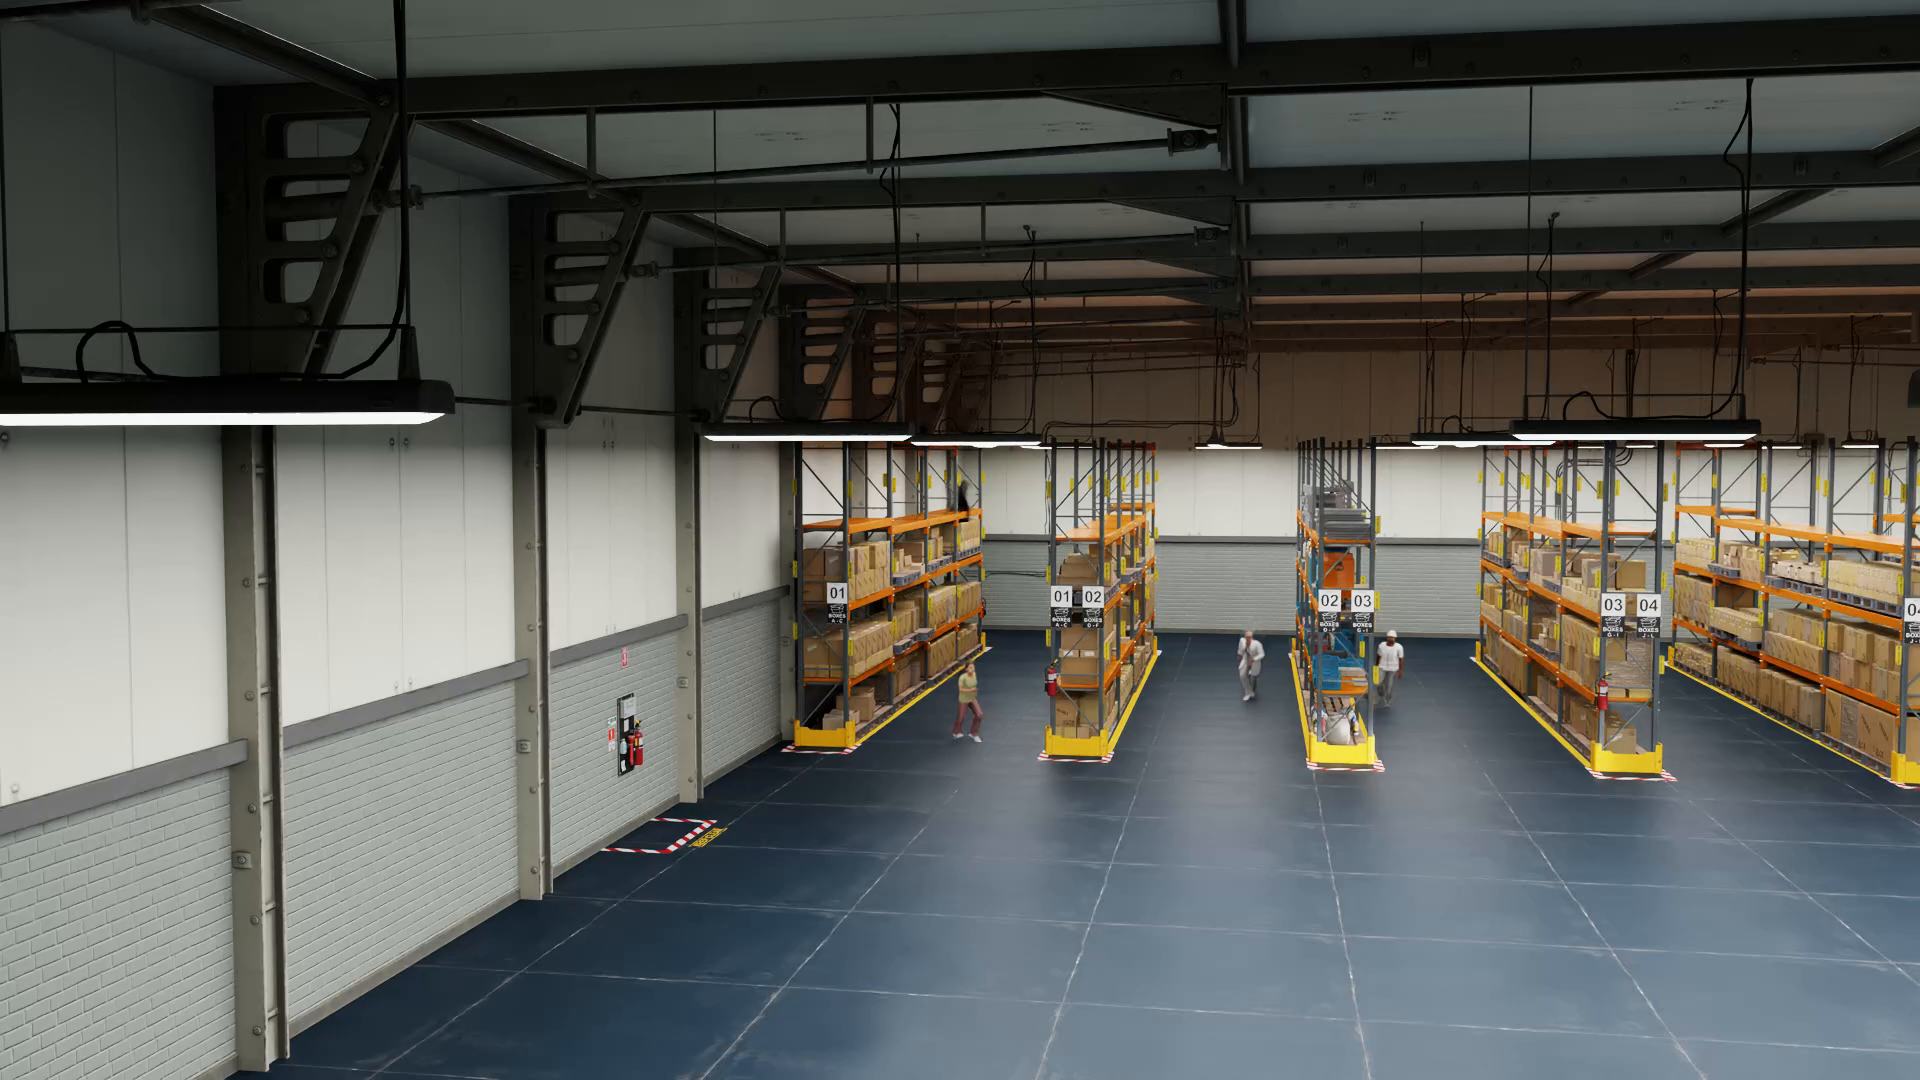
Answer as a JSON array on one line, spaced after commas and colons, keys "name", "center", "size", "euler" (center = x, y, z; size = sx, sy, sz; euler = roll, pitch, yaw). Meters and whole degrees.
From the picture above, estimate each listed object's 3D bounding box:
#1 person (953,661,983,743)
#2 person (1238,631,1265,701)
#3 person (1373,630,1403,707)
[{"name": "person", "center": [0.126, 3.171, 32.733], "size": [0.512, 1.616, 0.914], "euler": [-2, 3, -30]}, {"name": "person", "center": [6.730, 2.866, 38.366], "size": [0.714, 1.618, 1.157], "euler": [1, 3, 24]}, {"name": "person", "center": [9.535, 2.871, 37.036], "size": [0.659, 1.742, 0.514], "euler": [1, 3, 20]}]
